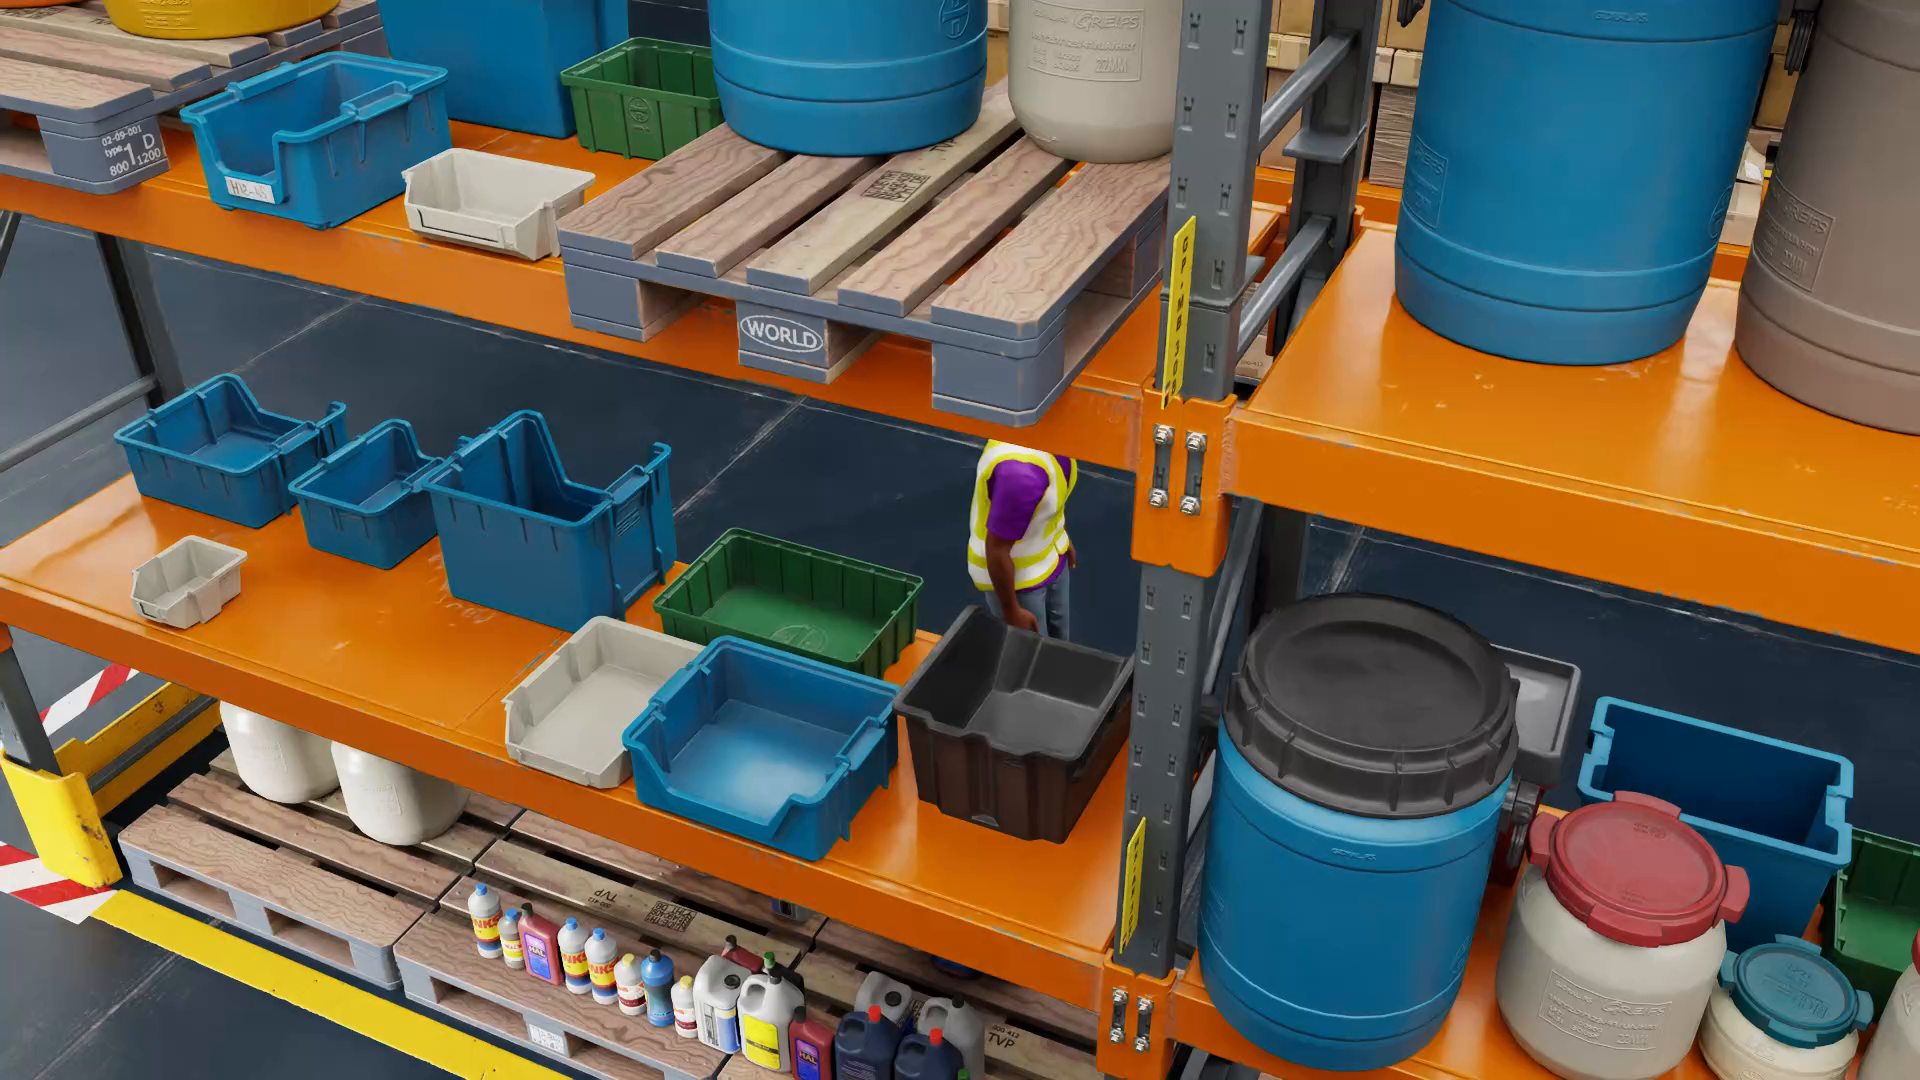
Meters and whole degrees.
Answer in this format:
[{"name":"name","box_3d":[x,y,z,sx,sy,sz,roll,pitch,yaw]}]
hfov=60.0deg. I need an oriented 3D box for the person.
[{"name":"person","box_3d":[0.274,0.107,5.965,0.462,1.759,0.633,12,35,18]}]
